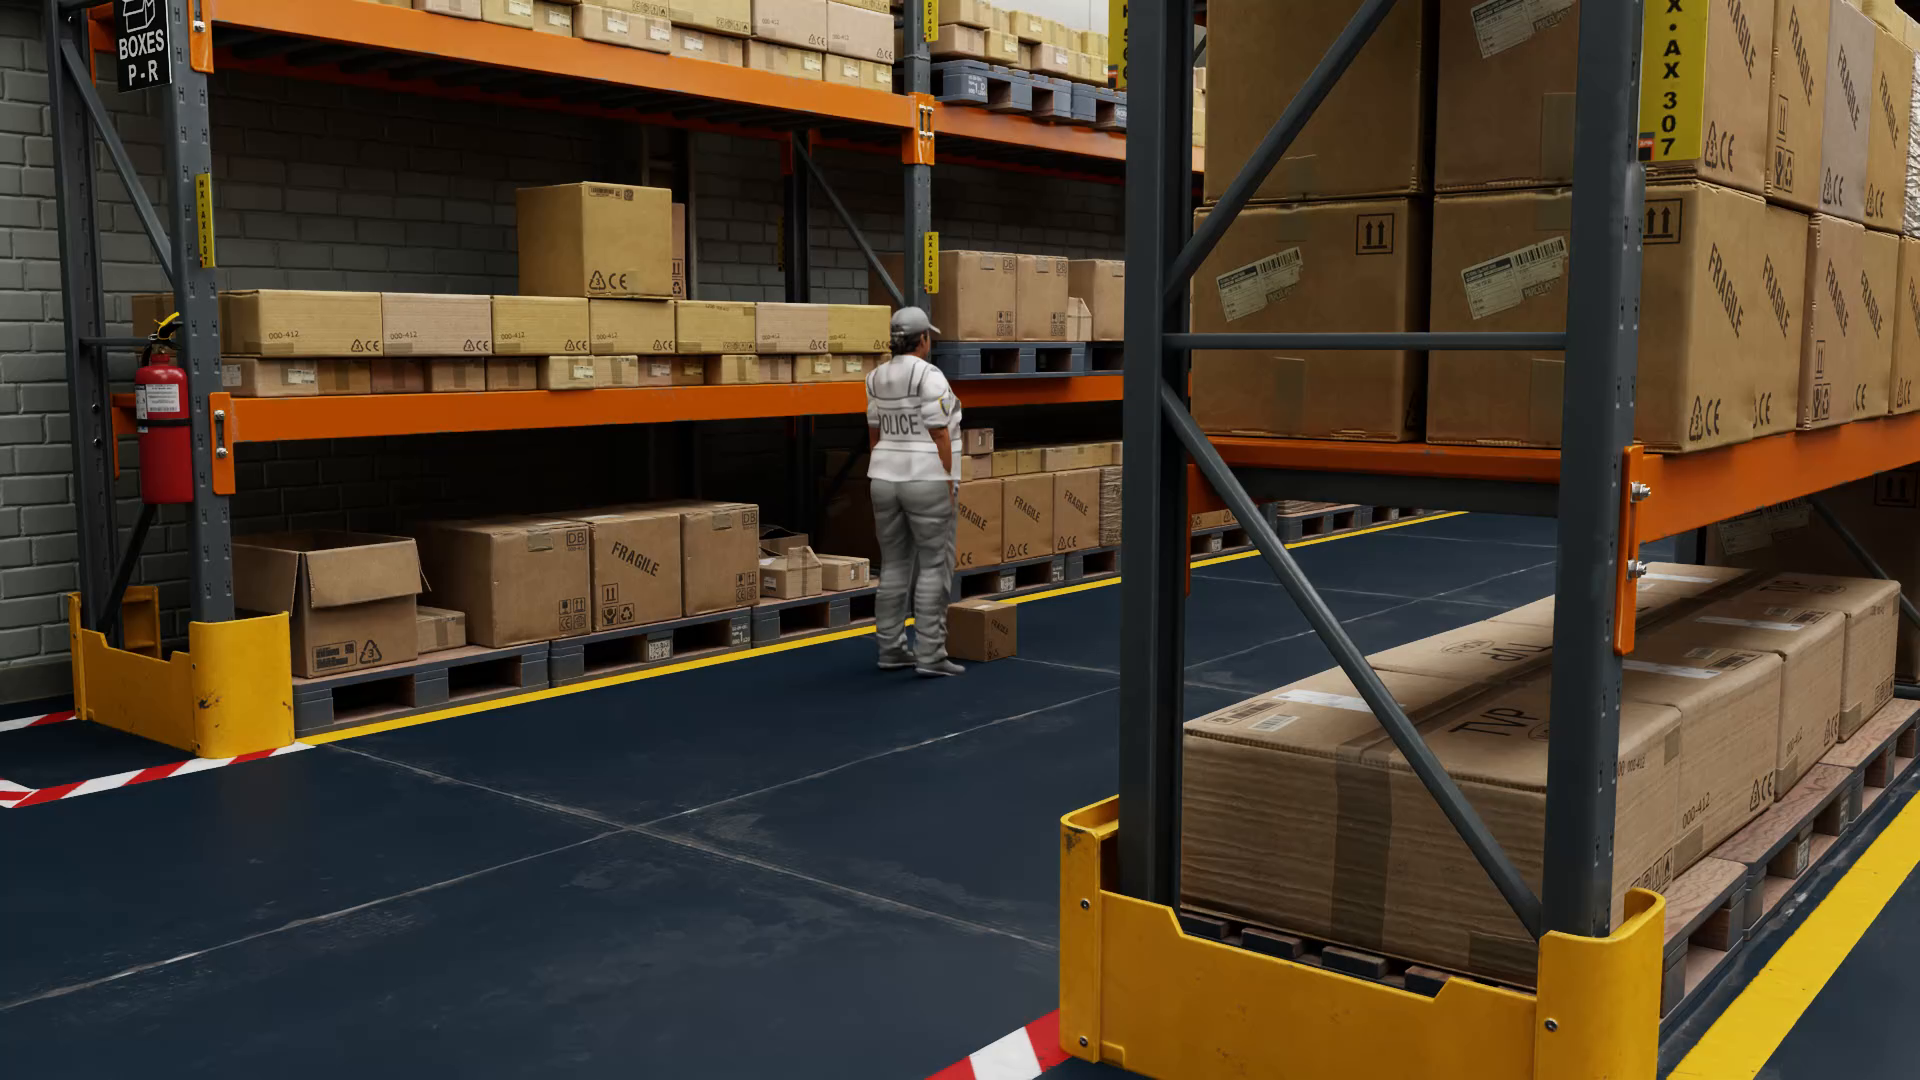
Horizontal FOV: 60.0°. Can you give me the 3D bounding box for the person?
[{"bbox_3d":[-0.211,-0.214,7.603,0.479,1.689,0.390,6,9,40],"label":"person"}]
